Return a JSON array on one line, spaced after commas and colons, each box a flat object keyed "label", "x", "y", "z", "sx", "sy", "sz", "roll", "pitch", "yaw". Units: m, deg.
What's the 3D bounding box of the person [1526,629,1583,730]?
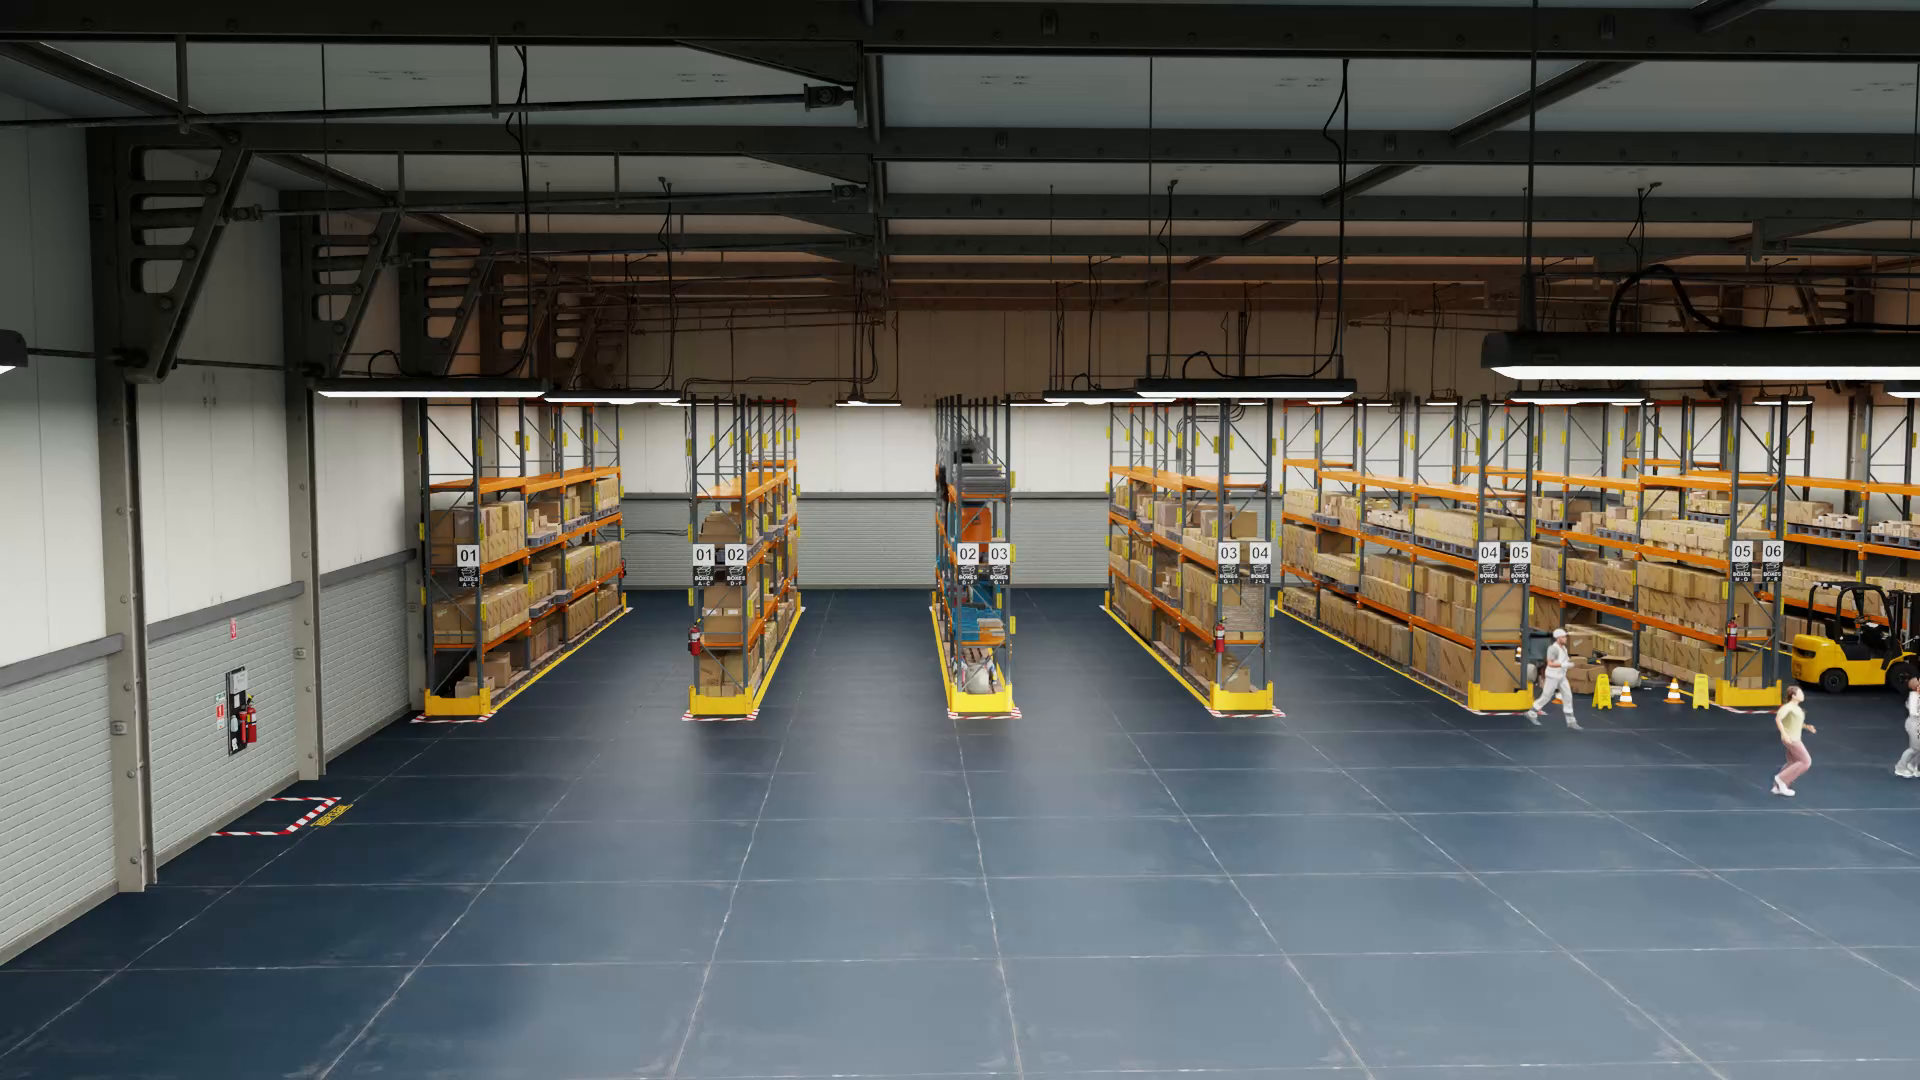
[{"label": "person", "x": 10.608, "y": 2.463, "z": 29.632, "sx": 0.609, "sy": 1.785, "sz": 0.992, "roll": -4, "pitch": 6, "yaw": -41}]

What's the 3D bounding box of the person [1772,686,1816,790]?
[{"label": "person", "x": 12.349, "y": 2.945, "z": 24.601, "sx": 0.543, "sy": 1.560, "sz": 0.587, "roll": 3, "pitch": 5, "yaw": 31}]

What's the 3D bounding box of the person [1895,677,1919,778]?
[{"label": "person", "x": 14.801, "y": 2.907, "z": 25.663, "sx": 0.615, "sy": 1.582, "sz": 0.519, "roll": 4, "pitch": 6, "yaw": 43}]
